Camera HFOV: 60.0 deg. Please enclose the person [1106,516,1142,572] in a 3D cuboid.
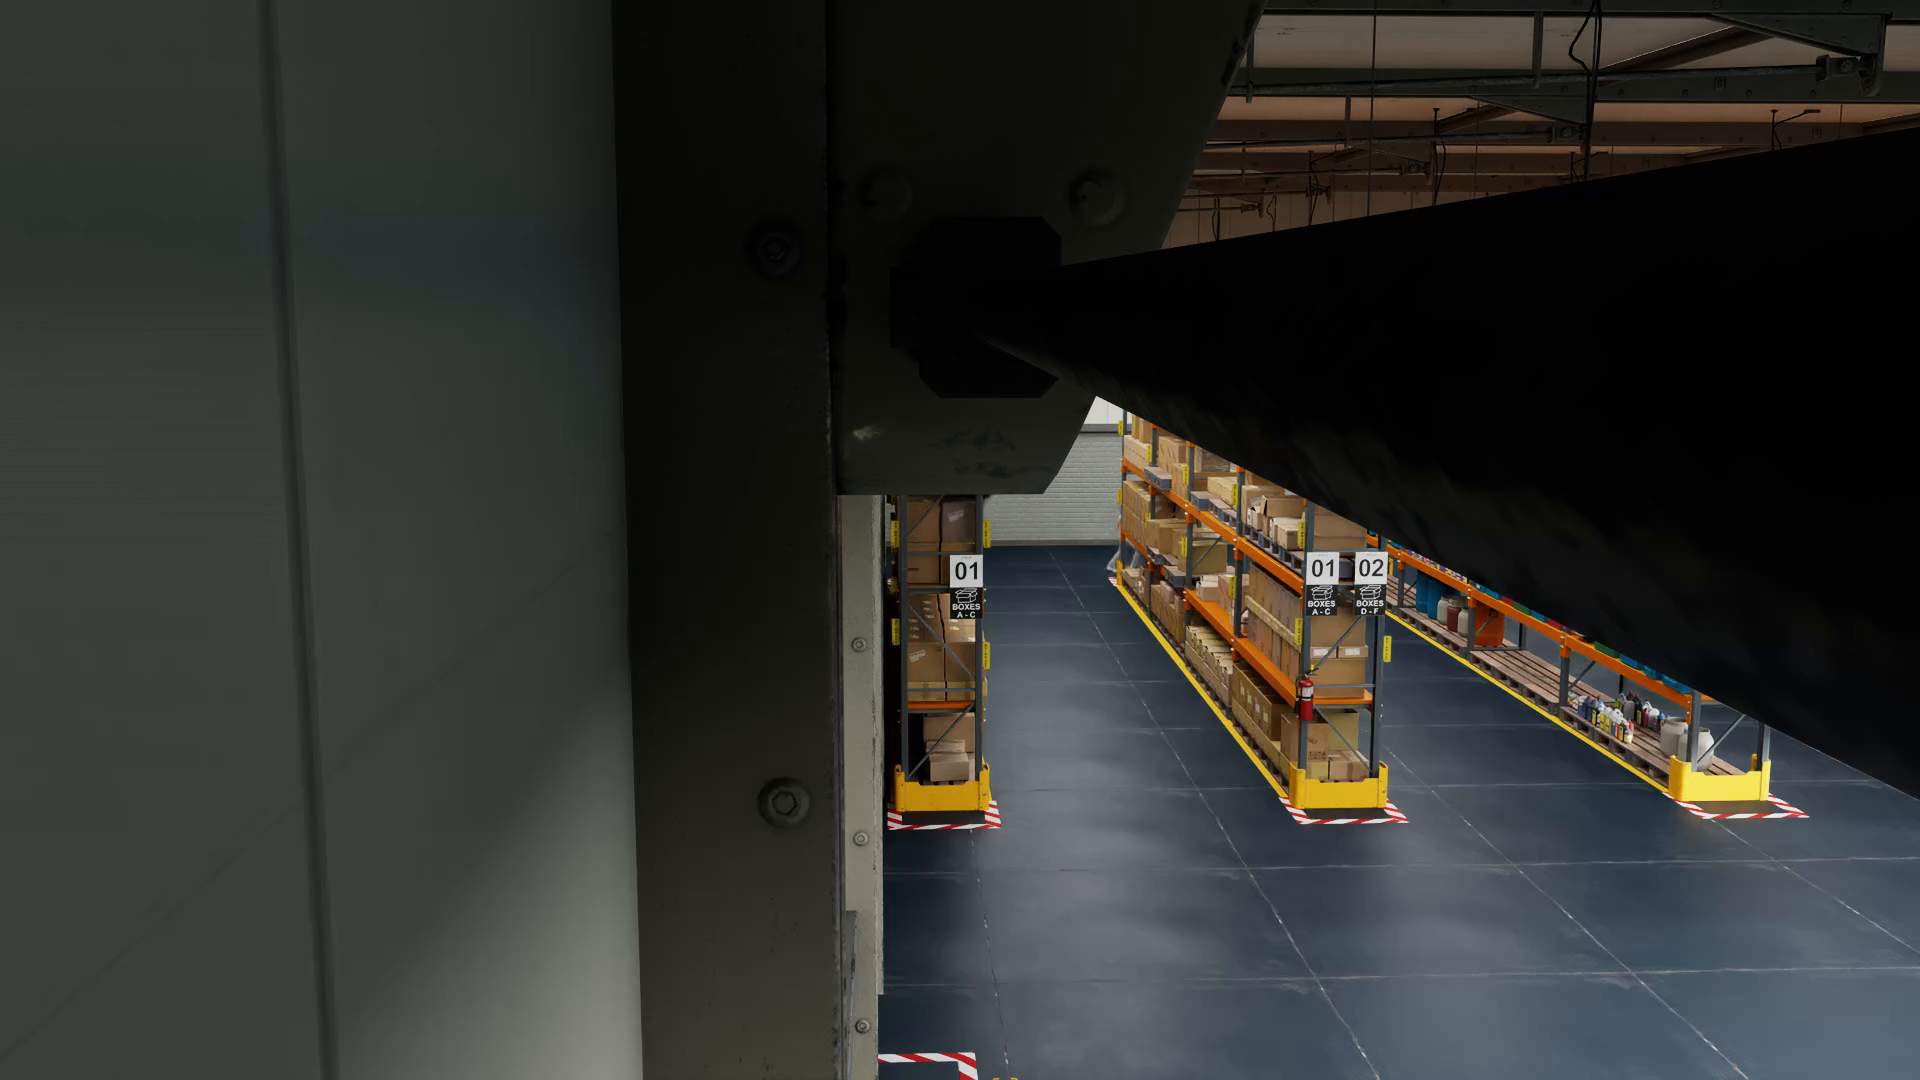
[{"bbox_3d":[3.756,-0.027,37.594,0.881,1.661,0.553,1,9,10],"label":"person"}]
